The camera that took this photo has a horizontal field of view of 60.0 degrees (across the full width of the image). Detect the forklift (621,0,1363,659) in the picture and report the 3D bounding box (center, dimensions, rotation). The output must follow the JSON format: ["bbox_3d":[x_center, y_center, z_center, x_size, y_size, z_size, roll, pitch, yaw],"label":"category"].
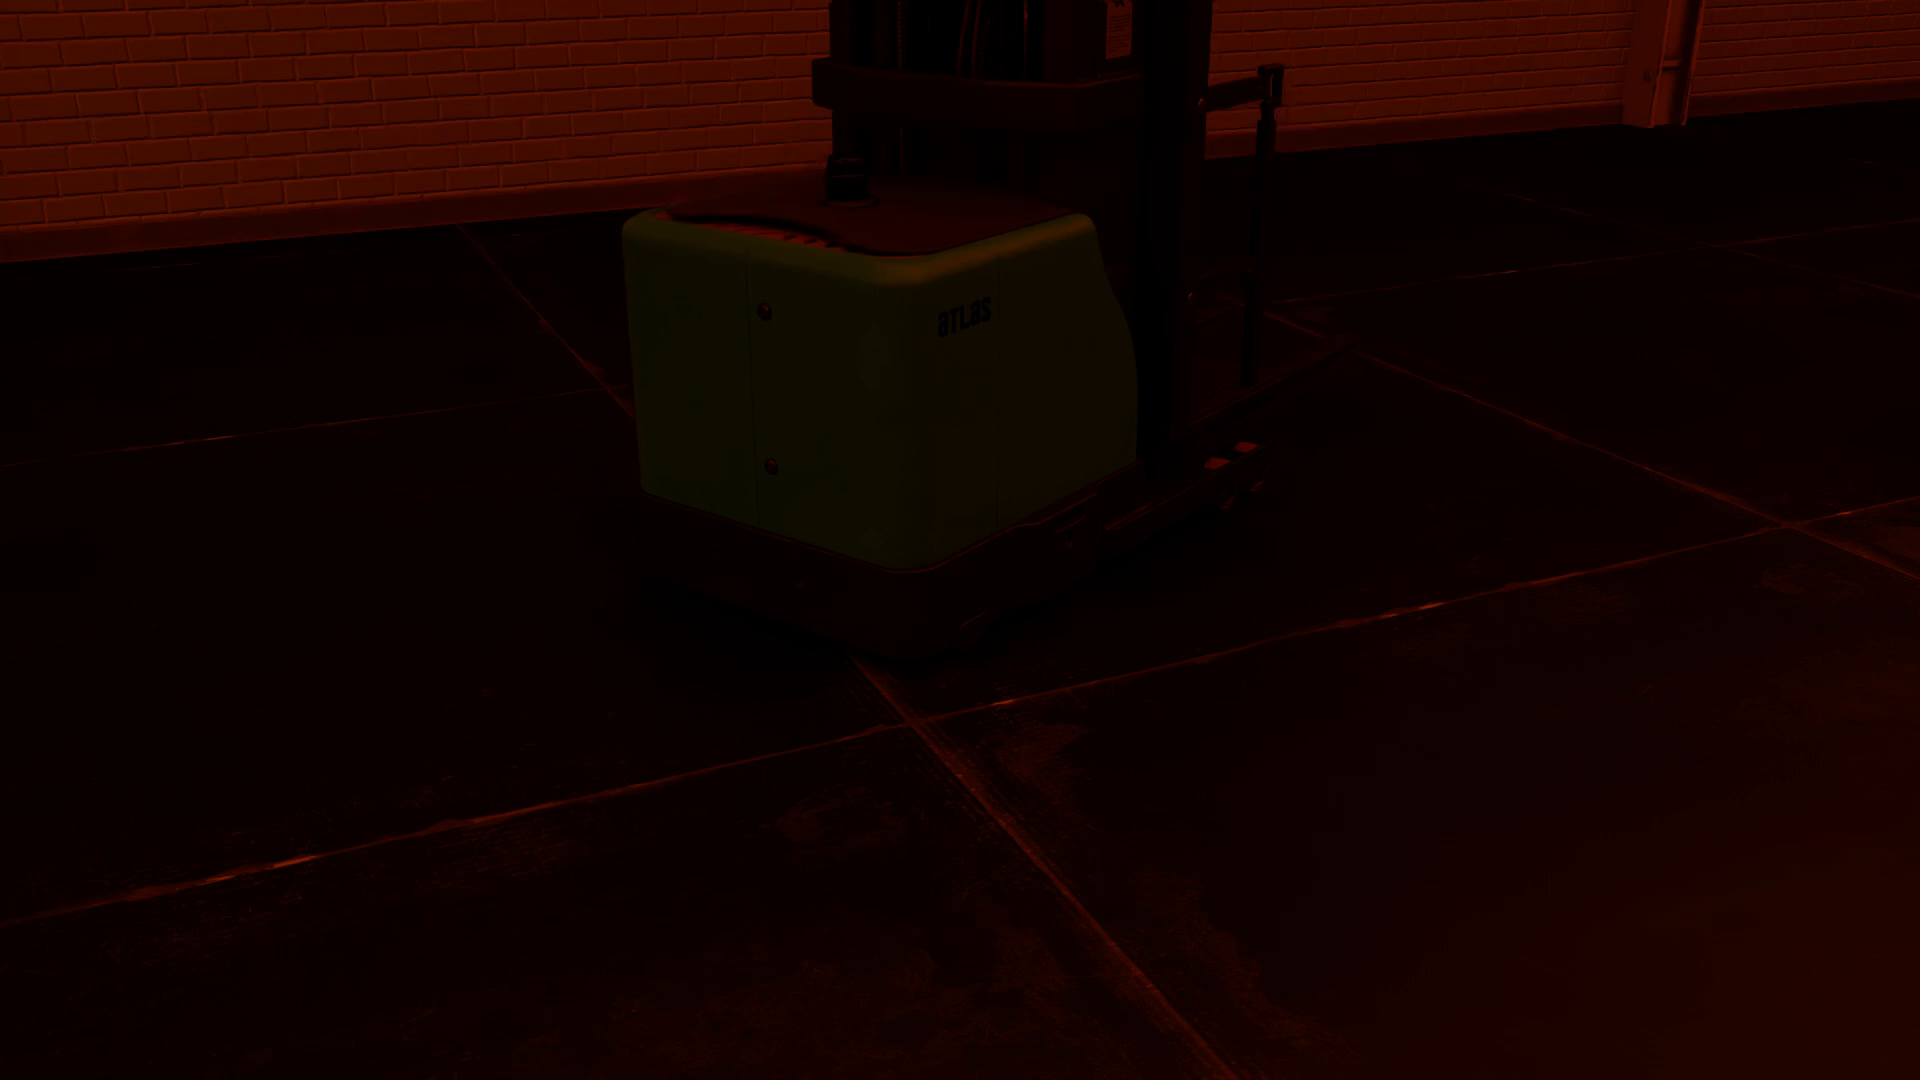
[{"bbox_3d":[0.380,-1.554,5.027,1.130,2.935,3.031,16,28,34],"label":"forklift"}]
